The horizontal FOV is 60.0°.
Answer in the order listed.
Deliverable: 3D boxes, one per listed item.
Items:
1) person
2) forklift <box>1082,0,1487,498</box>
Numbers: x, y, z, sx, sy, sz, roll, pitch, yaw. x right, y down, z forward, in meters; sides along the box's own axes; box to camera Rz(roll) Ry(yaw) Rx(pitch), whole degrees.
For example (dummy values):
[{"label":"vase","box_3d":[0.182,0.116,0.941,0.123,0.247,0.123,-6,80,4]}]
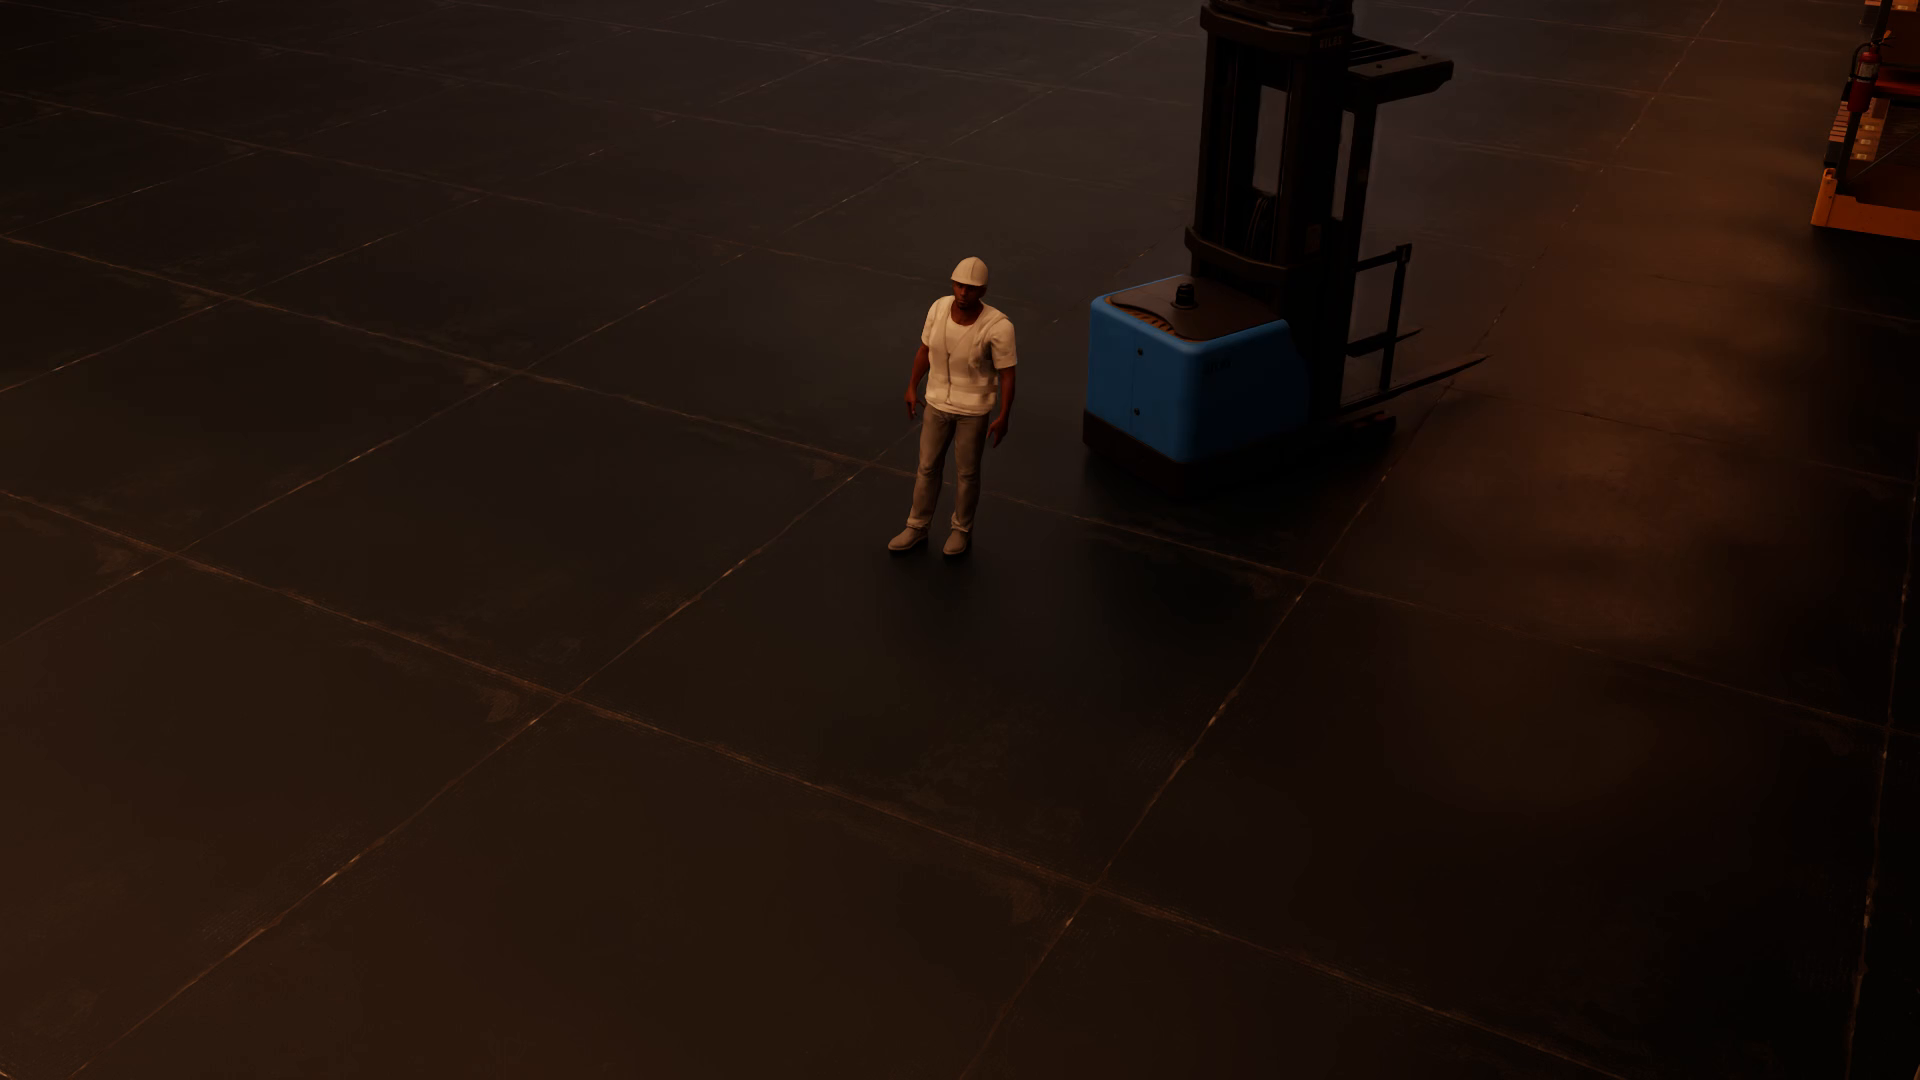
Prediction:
[{"label":"person","box_3d":[-0.038,-0.742,9.507,0.666,1.768,0.575,15,33,25]},{"label":"forklift","box_3d":[2.313,-2.090,10.693,3.031,2.935,1.130,-19,35,-29]}]
